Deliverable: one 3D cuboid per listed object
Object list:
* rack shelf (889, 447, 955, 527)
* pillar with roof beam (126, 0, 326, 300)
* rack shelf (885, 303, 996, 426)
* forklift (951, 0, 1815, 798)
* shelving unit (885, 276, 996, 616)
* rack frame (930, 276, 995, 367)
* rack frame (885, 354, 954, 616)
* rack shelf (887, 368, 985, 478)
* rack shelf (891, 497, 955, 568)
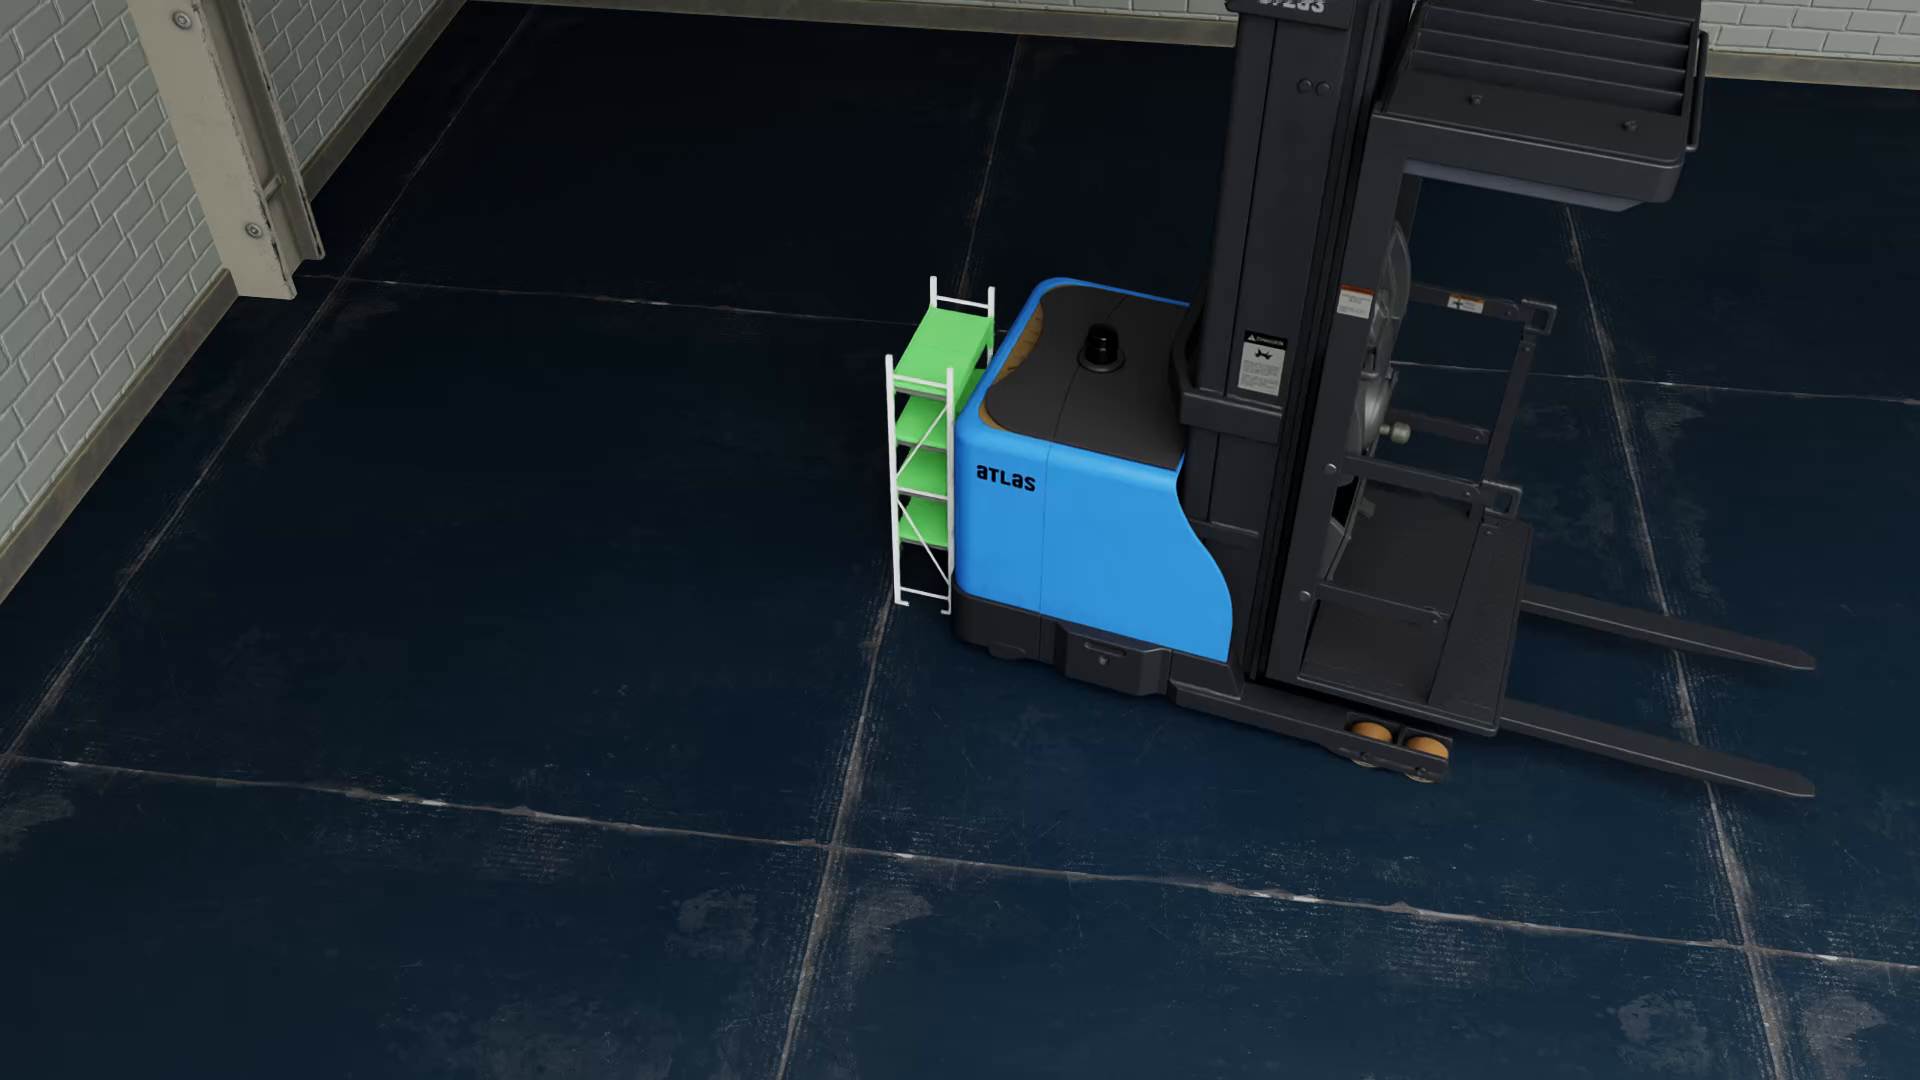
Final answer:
[{"bbox_3d":[-0.065,-0.283,6.269,0.258,0.148,0.480,12,45,13],"label":"rack shelf"},{"bbox_3d":[0.944,-4.177,4.616,9.100,9.000,0.400,5,44,6],"label":"pillar with roof beam"},{"bbox_3d":[-0.065,-0.632,5.939,0.258,0.148,0.480,12,45,13],"label":"rack shelf"},{"bbox_3d":[1.538,-0.628,5.281,3.031,2.935,1.130,14,45,15],"label":"forklift"},{"bbox_3d":[-0.065,-0.330,6.225,0.258,1.200,0.503,12,45,13],"label":"shelving unit"},{"bbox_3d":[0.008,-0.490,6.395,0.240,1.200,0.015,12,45,13],"label":"rack frame"},{"bbox_3d":[-0.138,-0.170,6.056,0.240,1.200,0.015,12,45,13],"label":"rack frame"},{"bbox_3d":[-0.065,-0.458,6.104,0.258,0.148,0.480,12,45,13],"label":"rack shelf"},{"bbox_3d":[-0.065,-0.109,6.434,0.258,0.148,0.480,12,45,13],"label":"rack shelf"}]
